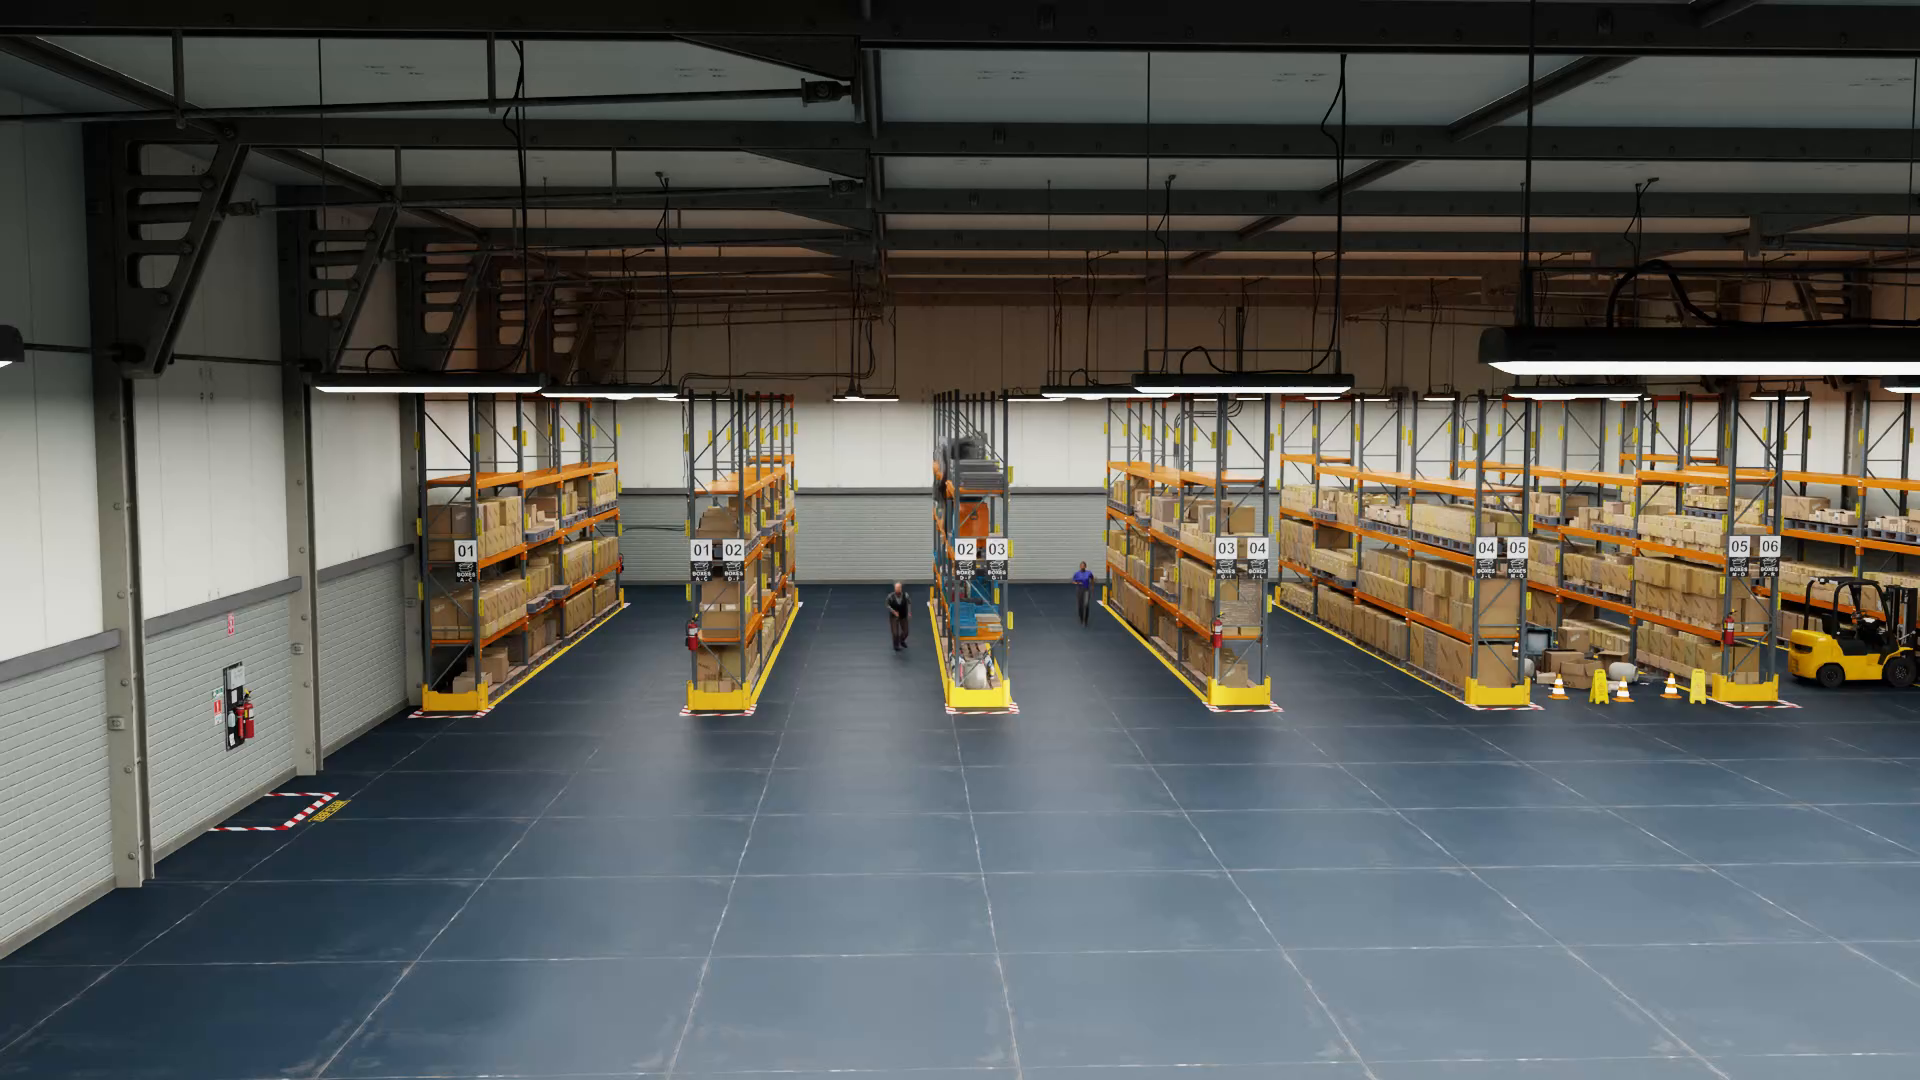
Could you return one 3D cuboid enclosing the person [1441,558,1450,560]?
[{"bbox_3d":[12.839,1.274,43.679,0.619,1.730,0.990,-2,5,-20],"label":"person"}]

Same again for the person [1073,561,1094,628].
[{"bbox_3d":[3.180,1.400,42.893,0.546,1.715,0.848,1,5,7],"label":"person"}]

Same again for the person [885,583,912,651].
[{"bbox_3d":[-1.425,1.784,38.490,0.641,1.611,0.762,-1,5,-10],"label":"person"}]
